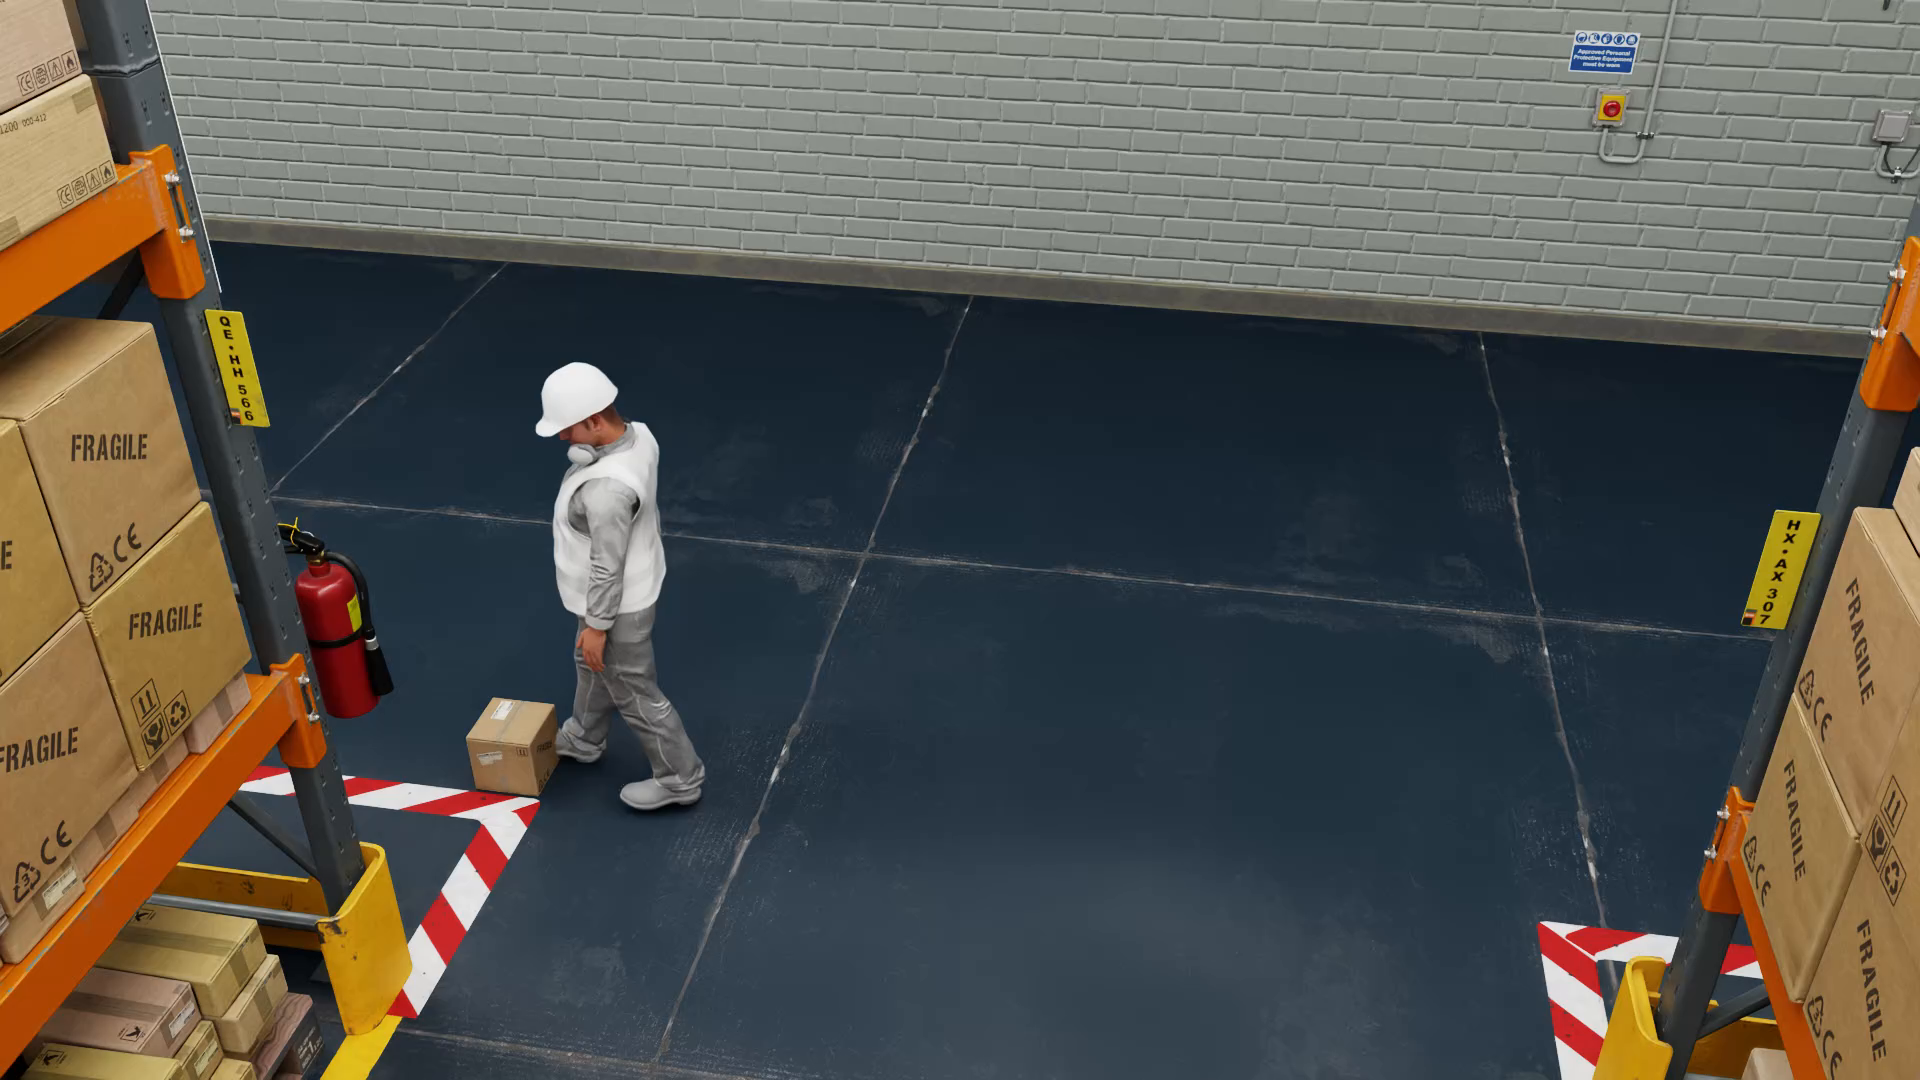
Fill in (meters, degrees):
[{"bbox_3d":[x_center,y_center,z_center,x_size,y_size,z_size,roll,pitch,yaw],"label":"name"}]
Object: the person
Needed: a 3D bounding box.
[{"bbox_3d":[-1.306,0.174,5.815,0.732,1.747,0.573,1,32,1],"label":"person"}]
